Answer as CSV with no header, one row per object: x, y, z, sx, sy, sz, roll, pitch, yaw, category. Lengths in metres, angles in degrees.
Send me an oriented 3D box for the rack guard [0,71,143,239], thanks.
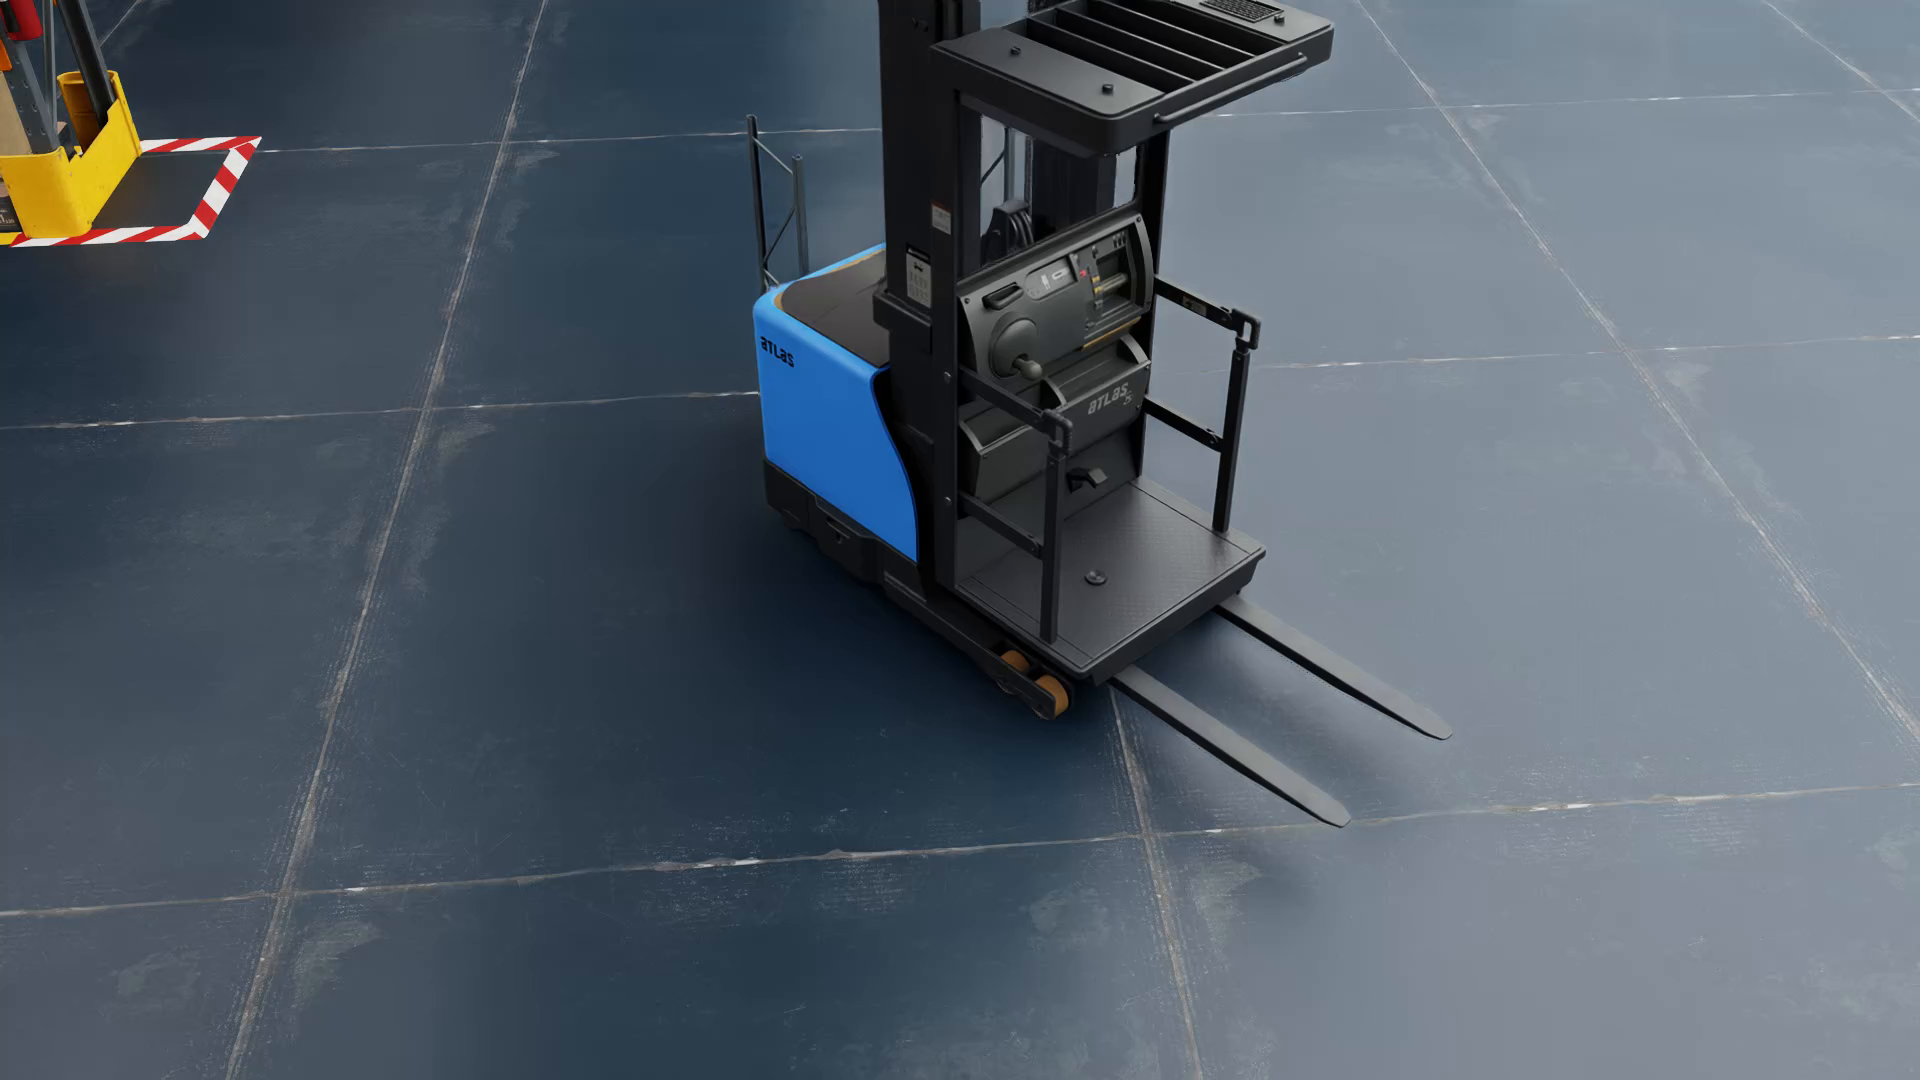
-5.187,-2.267,9.720,0.348,0.500,1.175,-3,38,-4,rack guard

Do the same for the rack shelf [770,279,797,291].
-0.341,-1.120,7.749,1.000,0.185,0.538,-20,42,-23,rack shelf

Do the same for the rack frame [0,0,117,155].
-5.112,-3.253,8.951,0.127,3.000,1.000,-3,38,-4,rack frame

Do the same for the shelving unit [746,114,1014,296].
-0.341,-1.262,7.638,1.048,1.500,0.538,-20,42,-23,shelving unit

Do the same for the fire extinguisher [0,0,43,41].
-4.957,-2.944,8.623,0.183,0.674,0.296,-3,38,-4,fire extinguisher

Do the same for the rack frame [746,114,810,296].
-0.782,-1.104,7.439,0.032,1.500,0.500,-20,42,-23,rack frame

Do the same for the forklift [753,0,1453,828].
0.509,-0.826,5.930,1.130,2.935,3.031,-30,47,-32,forklift

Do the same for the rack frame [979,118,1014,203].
0.099,-1.419,7.837,0.032,1.500,0.500,-20,42,-23,rack frame

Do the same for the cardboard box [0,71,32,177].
-5.735,-2.412,9.565,0.500,0.500,0.500,4,38,4,cardboard box

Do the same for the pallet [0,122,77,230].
-6.000,-2.131,9.781,1.213,0.211,1.003,-3,38,-4,pallet

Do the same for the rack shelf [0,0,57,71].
-7.104,-2.861,9.035,4.000,0.370,1.077,-3,38,-4,rack shelf
